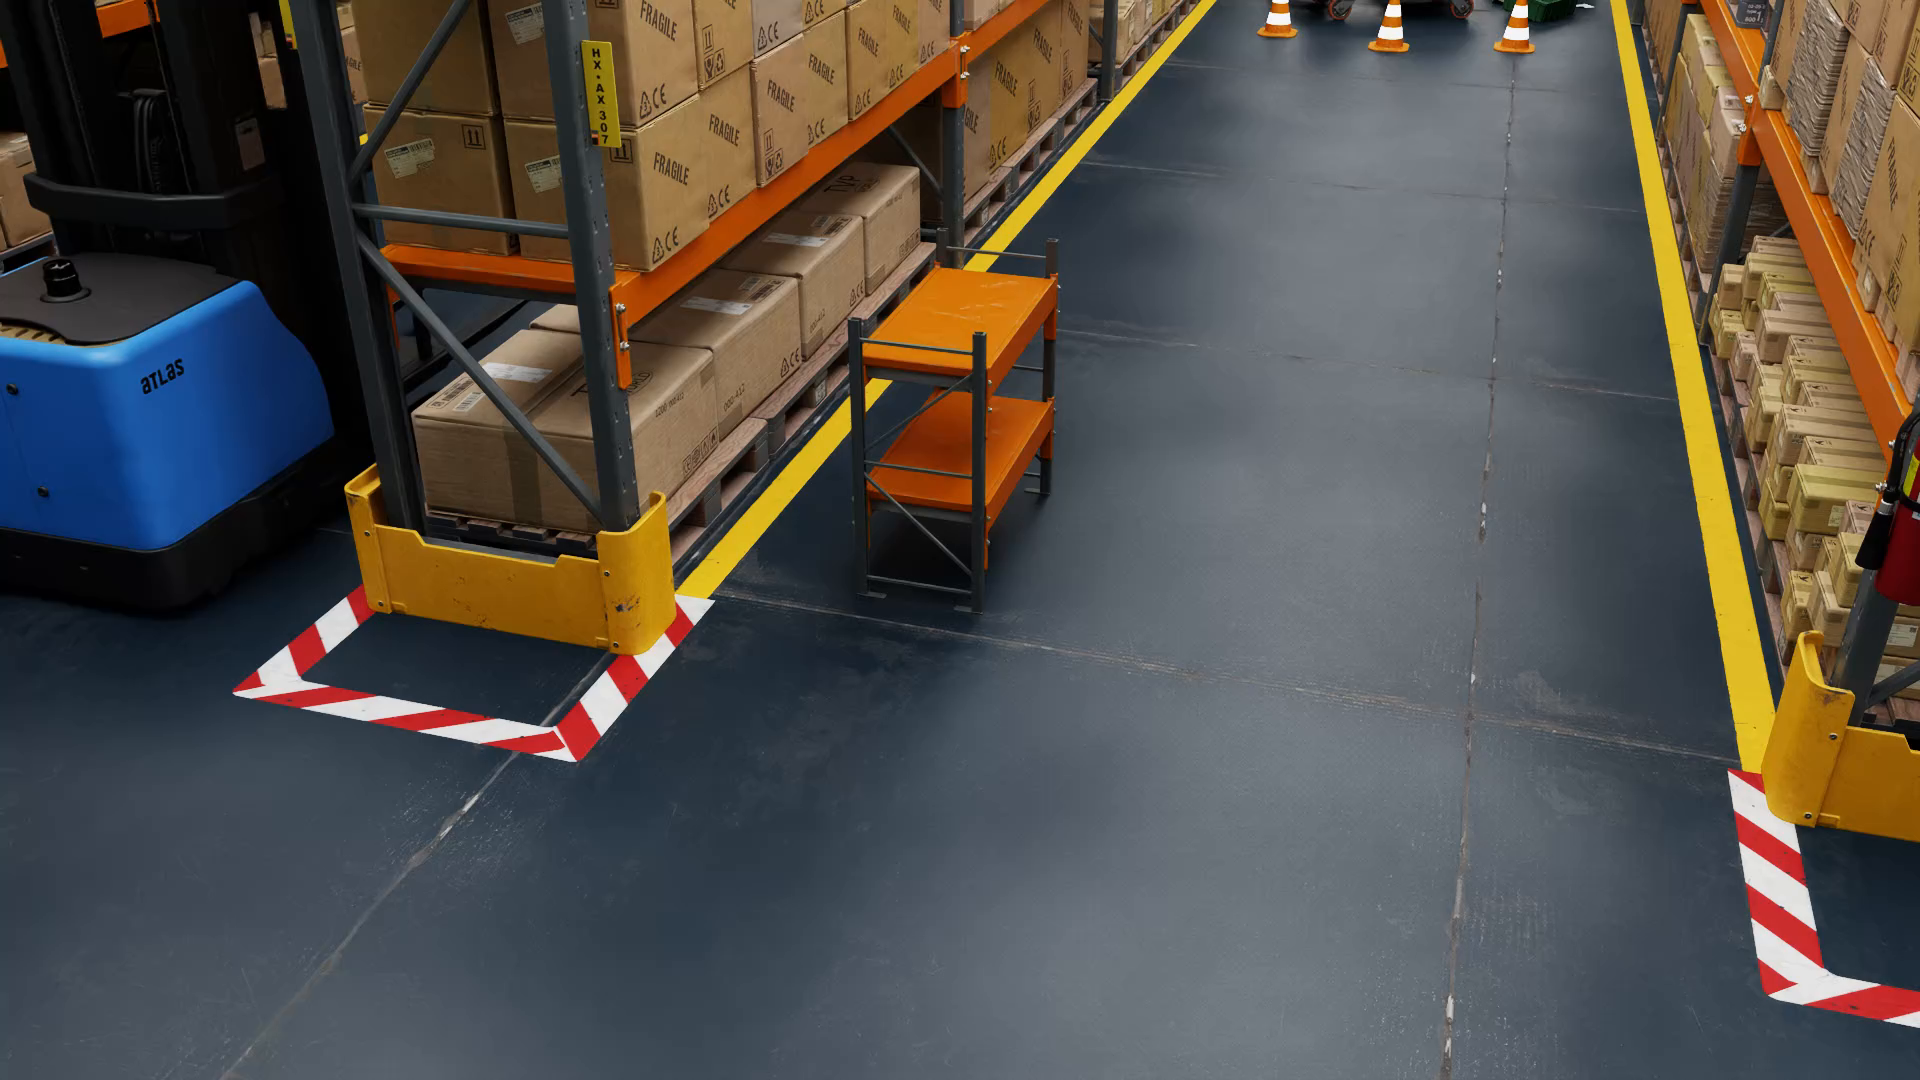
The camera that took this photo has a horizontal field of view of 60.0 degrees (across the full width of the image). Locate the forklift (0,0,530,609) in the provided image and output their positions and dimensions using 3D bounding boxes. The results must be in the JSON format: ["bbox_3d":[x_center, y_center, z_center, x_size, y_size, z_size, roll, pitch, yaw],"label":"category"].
[{"bbox_3d":[-2.948,-1.729,6.844,1.130,2.935,3.031,8,30,15],"label":"forklift"}]

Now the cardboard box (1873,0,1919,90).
[{"bbox_3d":[3.303,-1.737,5.349,0.500,0.500,0.500,10,31,17],"label":"cardboard box"}]

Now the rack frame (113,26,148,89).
[{"bbox_3d":[-5.220,-3.624,10.179,1.000,3.000,0.127,8,30,15],"label":"rack frame"}]

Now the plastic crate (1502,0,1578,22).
[{"bbox_3d":[5.435,-5.040,15.558,0.662,0.188,0.450,-24,47,-37],"label":"plastic crate"}]

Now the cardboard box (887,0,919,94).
[{"bbox_3d":[-0.511,-2.470,8.001,0.500,0.500,0.500,8,30,14],"label":"cardboard box"}]

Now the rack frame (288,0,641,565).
[{"bbox_3d":[-1.648,-1.059,5.568,1.000,3.000,0.127,8,30,15],"label":"rack frame"}]

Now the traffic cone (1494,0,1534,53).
[{"bbox_3d":[4.799,-4.460,14.291,0.336,0.463,0.334,8,30,15],"label":"traffic cone"}]

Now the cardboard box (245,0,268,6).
[{"bbox_3d":[-5.048,-3.819,12.001,0.380,0.149,0.250,9,30,16],"label":"cardboard box"}]

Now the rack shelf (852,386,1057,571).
[{"bbox_3d":[-0.002,-0.275,6.590,0.538,0.278,1.000,8,30,15],"label":"rack shelf"}]

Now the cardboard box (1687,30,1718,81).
[{"bbox_3d":[4.879,-3.015,10.451,0.500,0.250,0.500,8,30,14],"label":"cardboard box"}]

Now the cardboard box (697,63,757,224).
[{"bbox_3d":[-1.111,-1.524,6.301,0.500,0.500,0.500,8,30,14],"label":"cardboard box"}]

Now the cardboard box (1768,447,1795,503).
[{"bbox_3d":[3.286,-0.237,6.286,0.380,0.149,0.250,9,30,16],"label":"cardboard box"}]

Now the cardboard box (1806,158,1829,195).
[{"bbox_3d":[3.552,-1.445,6.520,0.380,0.149,0.250,10,31,17],"label":"cardboard box"}]

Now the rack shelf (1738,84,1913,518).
[{"bbox_3d":[3.701,-1.015,6.228,1.077,0.370,4.000,8,30,15],"label":"rack shelf"}]

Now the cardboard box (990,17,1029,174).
[{"bbox_3d":[-0.111,-2.893,10.619,0.875,0.875,0.875,9,30,16],"label":"cardboard box"}]

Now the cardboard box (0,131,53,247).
[{"bbox_3d":[-5.531,-2.001,9.401,0.700,0.500,0.500,7,30,13],"label":"cardboard box"}]

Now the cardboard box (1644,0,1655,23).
[{"bbox_3d":[6.540,-4.875,14.310,1.050,0.750,0.750,8,30,15],"label":"cardboard box"}]

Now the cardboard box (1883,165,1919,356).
[{"bbox_3d":[3.000,-0.819,4.727,0.500,0.500,0.500,9,30,16],"label":"cardboard box"}]

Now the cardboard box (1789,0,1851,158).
[{"bbox_3d":[3.581,-1.778,6.452,0.500,0.500,0.500,8,30,14],"label":"cardboard box"}]

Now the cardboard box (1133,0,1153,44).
[{"bbox_3d":[1.085,-4.417,13.876,0.950,0.372,0.625,8,30,14],"label":"cardboard box"}]

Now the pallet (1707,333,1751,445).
[{"bbox_3d":[4.125,-0.723,7.832,1.003,0.211,1.213,8,30,15],"label":"pallet"}]

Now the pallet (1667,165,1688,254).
[{"bbox_3d":[4.871,-1.971,10.075,1.003,0.211,1.213,8,30,15],"label":"pallet"}]

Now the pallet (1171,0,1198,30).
[{"bbox_3d":[1.647,-5.055,15.620,1.003,0.211,1.213,8,30,15],"label":"pallet"}]

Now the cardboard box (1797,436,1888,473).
[{"bbox_3d":[3.247,-0.238,5.980,0.380,0.149,0.250,7,30,13],"label":"cardboard box"}]

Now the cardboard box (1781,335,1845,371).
[{"bbox_3d":[3.615,-0.712,6.833,0.380,0.149,0.250,7,30,13],"label":"cardboard box"}]

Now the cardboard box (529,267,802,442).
[{"bbox_3d":[-1.289,-0.870,7.432,0.875,0.438,0.875,9,30,16],"label":"cardboard box"}]

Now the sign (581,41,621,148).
[{"bbox_3d":[-1.119,-1.390,5.191,0.100,0.325,0.005,8,30,15],"label":"sign"}]

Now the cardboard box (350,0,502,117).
[{"bbox_3d":[-1.734,-1.797,5.764,0.500,0.500,0.500,9,30,17],"label":"cardboard box"}]

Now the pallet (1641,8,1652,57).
[{"bbox_3d":[6.482,-4.388,14.421,1.003,0.211,1.213,8,30,15],"label":"pallet"}]

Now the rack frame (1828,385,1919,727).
[{"bbox_3d":[3.114,-0.399,4.382,1.000,3.000,0.127,8,30,15],"label":"rack frame"}]

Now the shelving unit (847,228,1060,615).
[{"bbox_3d":[-0.002,-0.488,6.471,0.538,1.125,1.048,8,30,15],"label":"shelving unit"}]

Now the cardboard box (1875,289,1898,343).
[{"bbox_3d":[3.107,-0.710,5.200,0.380,0.149,0.250,8,30,14],"label":"cardboard box"}]

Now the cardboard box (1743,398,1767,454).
[{"bbox_3d":[3.532,-0.464,6.999,0.380,0.149,0.250,8,30,14],"label":"cardboard box"}]

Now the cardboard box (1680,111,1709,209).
[{"bbox_3d":[4.570,-2.206,9.768,0.500,0.500,0.500,8,30,14],"label":"cardboard box"}]

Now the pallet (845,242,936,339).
[{"bbox_3d":[-0.772,-1.357,8.972,1.003,0.211,1.213,8,30,15],"label":"pallet"}]

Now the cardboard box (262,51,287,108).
[{"bbox_3d":[-4.716,-3.157,11.479,0.500,0.500,0.500,8,30,14],"label":"cardboard box"}]

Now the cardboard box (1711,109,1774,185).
[{"bbox_3d":[4.265,-2.059,8.734,0.500,0.250,0.500,8,30,14],"label":"cardboard box"}]

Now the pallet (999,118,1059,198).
[{"bbox_3d":[0.037,-2.637,11.274,1.003,0.211,1.213,8,30,15],"label":"pallet"}]

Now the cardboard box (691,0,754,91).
[{"bbox_3d":[-1.090,-1.963,6.062,0.500,0.500,0.500,8,30,14],"label":"cardboard box"}]

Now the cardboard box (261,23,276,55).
[{"bbox_3d":[-4.789,-3.388,11.227,0.380,0.149,0.250,7,30,12],"label":"cardboard box"}]

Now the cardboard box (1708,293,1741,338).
[{"bbox_3d":[3.874,-1.073,8.093,0.380,0.149,0.250,7,30,13],"label":"cardboard box"}]

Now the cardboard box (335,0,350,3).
[{"bbox_3d":[-4.486,-3.873,12.099,0.380,0.149,0.250,9,30,15],"label":"cardboard box"}]

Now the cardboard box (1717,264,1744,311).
[{"bbox_3d":[3.876,-1.203,8.022,0.380,0.149,0.250,10,31,17],"label":"cardboard box"}]

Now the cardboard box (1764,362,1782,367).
[{"bbox_3d":[3.665,-0.705,7.126,0.380,0.149,0.250,10,31,17],"label":"cardboard box"}]

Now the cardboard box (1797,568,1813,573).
[{"bbox_3d":[3.207,0.144,5.906,0.380,0.149,0.250,8,30,15],"label":"cardboard box"}]

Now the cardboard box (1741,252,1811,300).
[{"bbox_3d":[3.851,-1.206,7.721,0.380,0.149,0.250,10,31,17],"label":"cardboard box"}]
